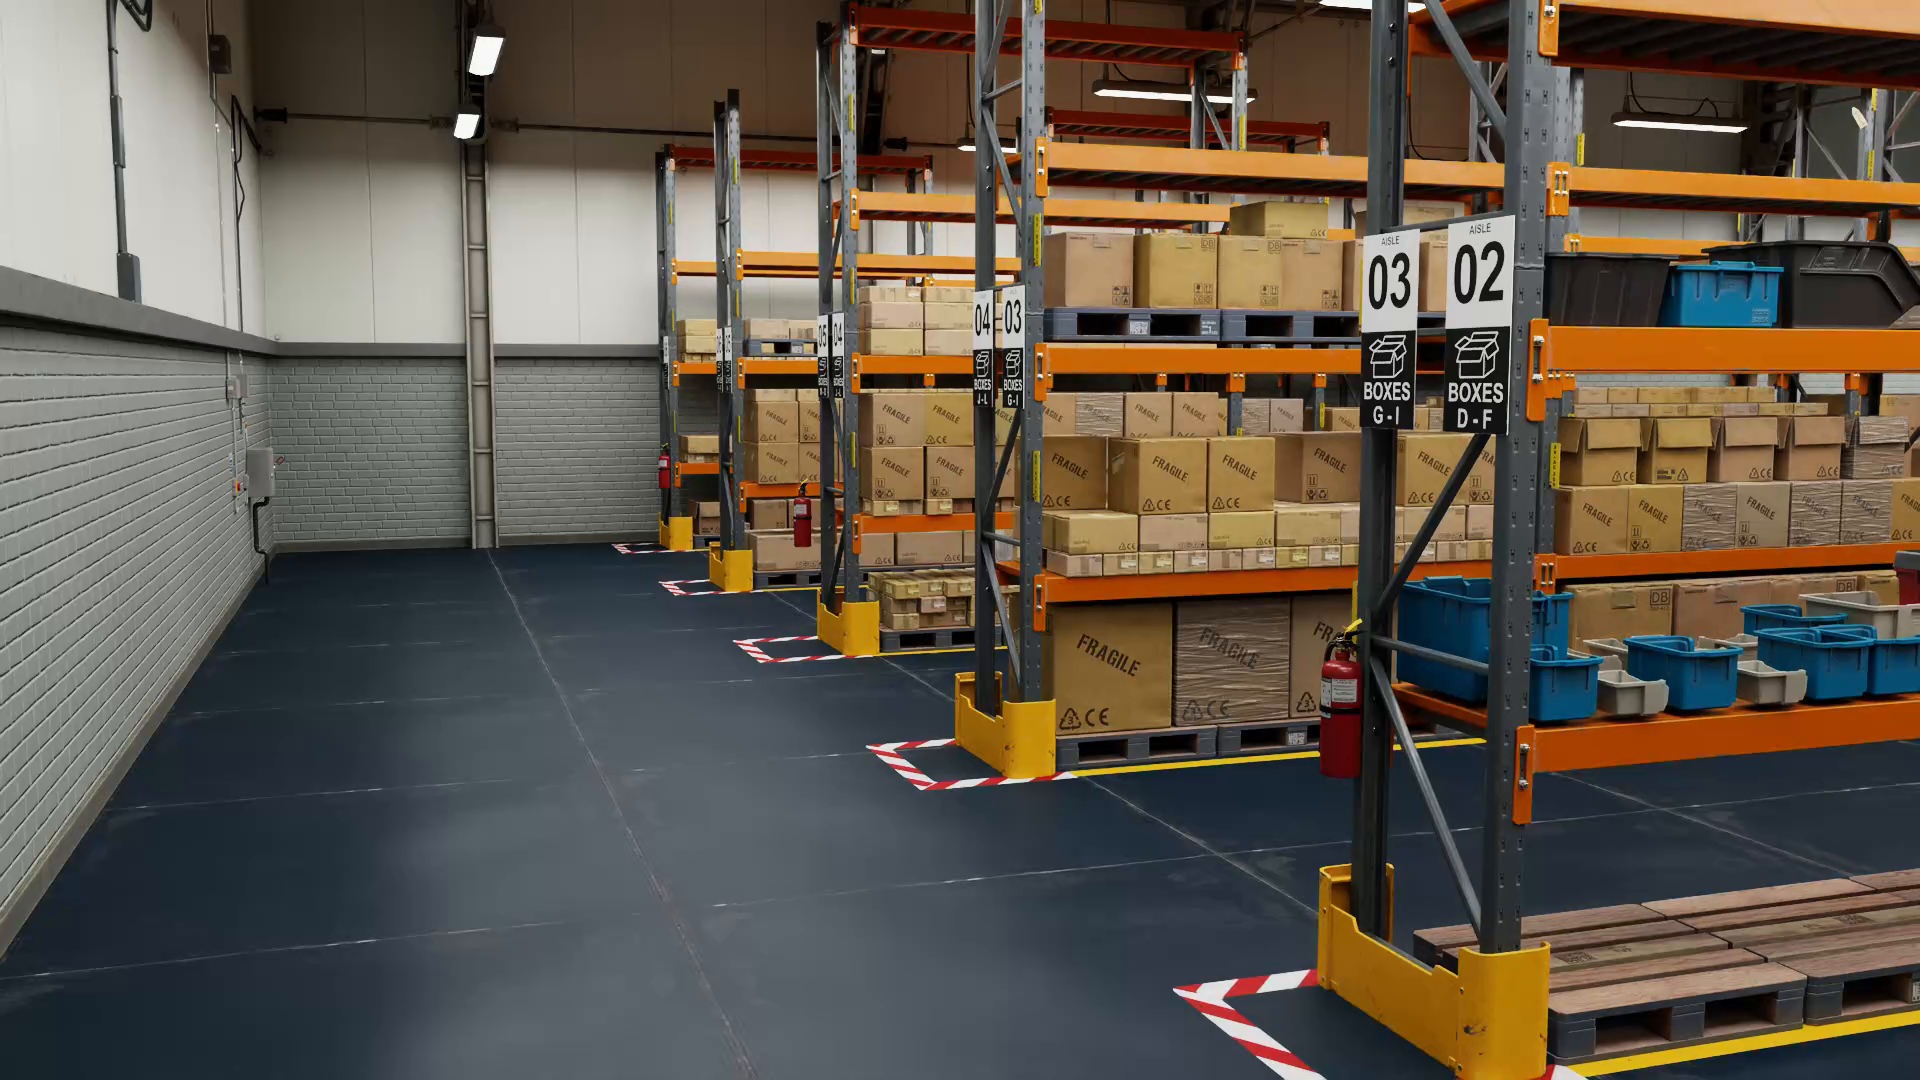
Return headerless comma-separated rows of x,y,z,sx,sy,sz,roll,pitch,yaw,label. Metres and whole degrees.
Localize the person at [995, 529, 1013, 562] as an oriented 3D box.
0.646,0.234,19.586,0.886,0.920,0.570,-2,6,-19,person
